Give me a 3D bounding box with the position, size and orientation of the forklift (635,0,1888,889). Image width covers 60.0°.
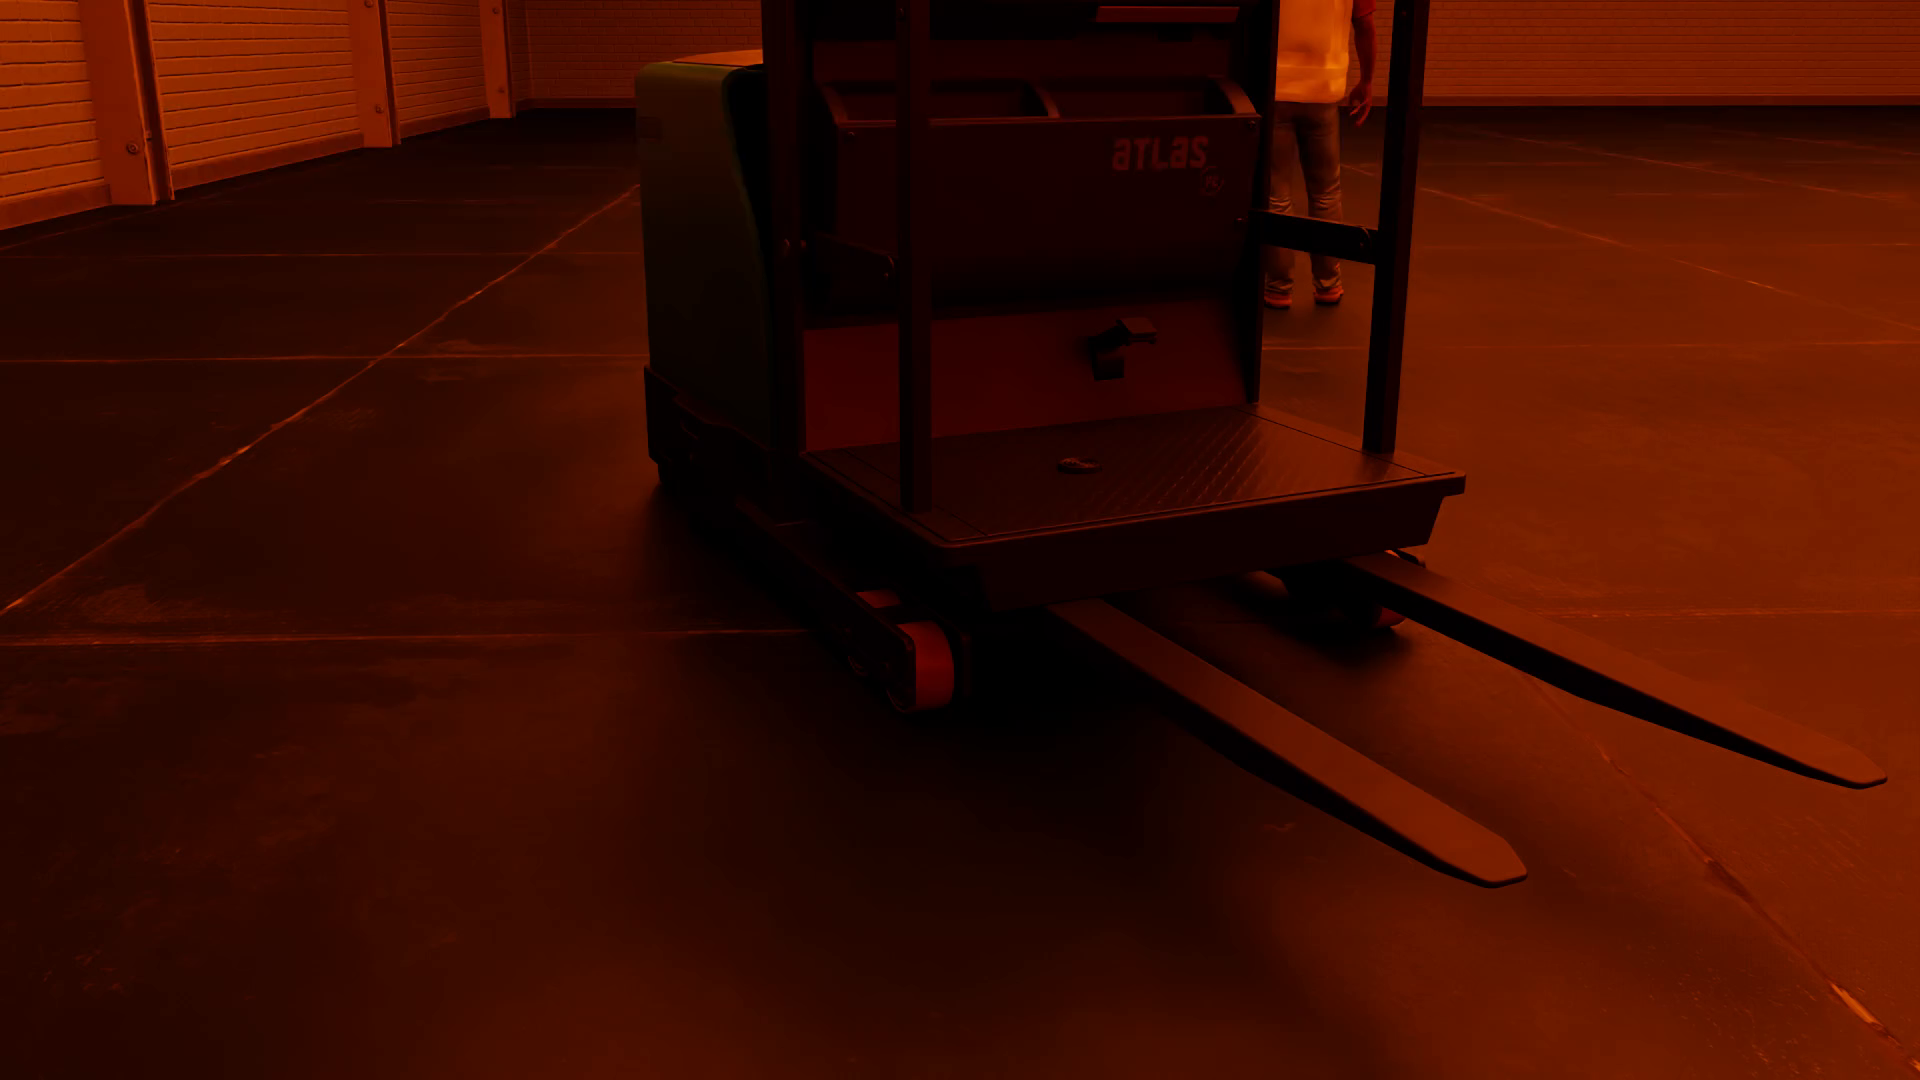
[{"bbox_3d":[0.258,-1.240,2.962,1.130,2.935,3.031,-8,19,-24],"label":"forklift"}]

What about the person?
[{"bbox_3d":[1.400,-1.884,7.035,0.665,1.769,0.574,0,17,0],"label":"person"}]
